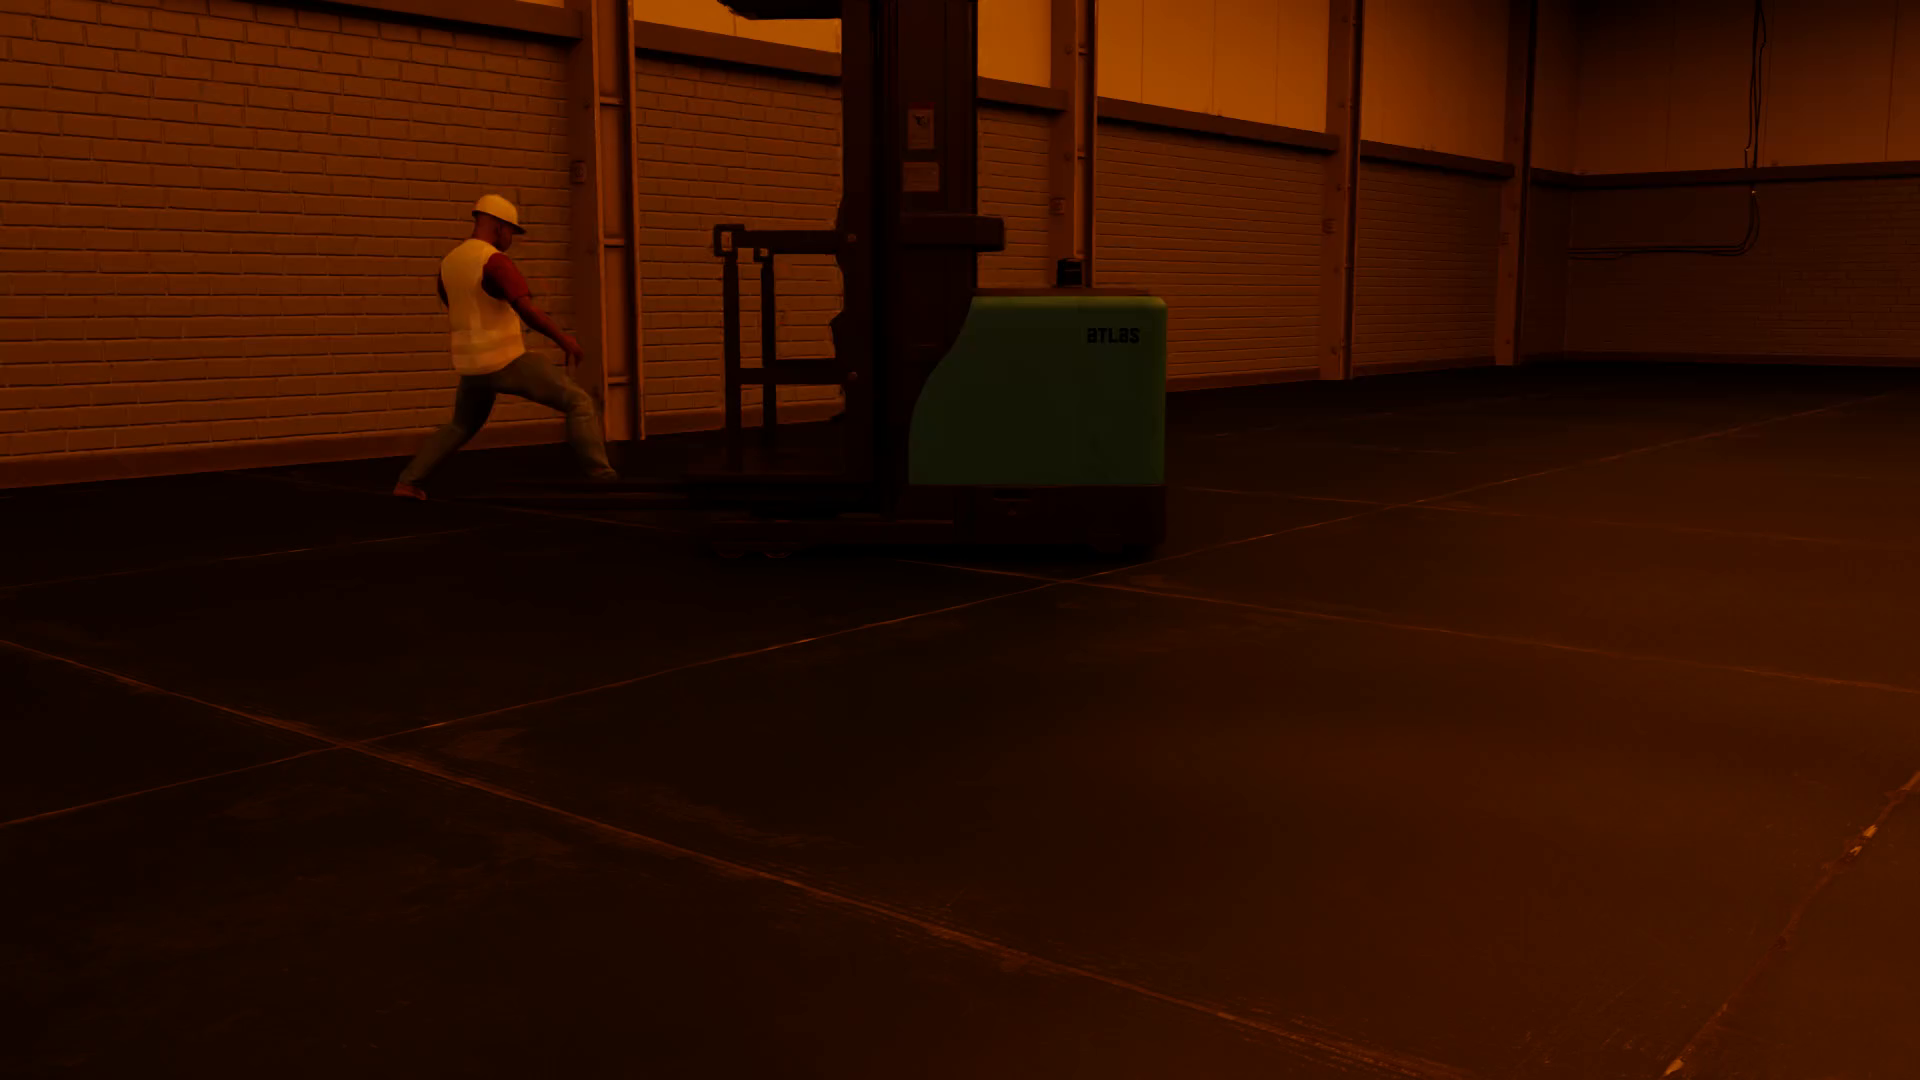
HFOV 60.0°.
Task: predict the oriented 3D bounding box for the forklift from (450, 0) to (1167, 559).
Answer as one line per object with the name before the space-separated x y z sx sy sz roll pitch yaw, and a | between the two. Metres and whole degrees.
forklift | -0.645 -1.446 7.166 3.031 2.935 1.130 0 8 2

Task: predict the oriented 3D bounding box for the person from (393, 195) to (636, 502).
person | -2.346 -0.977 8.641 1.053 1.598 0.993 8 11 43
